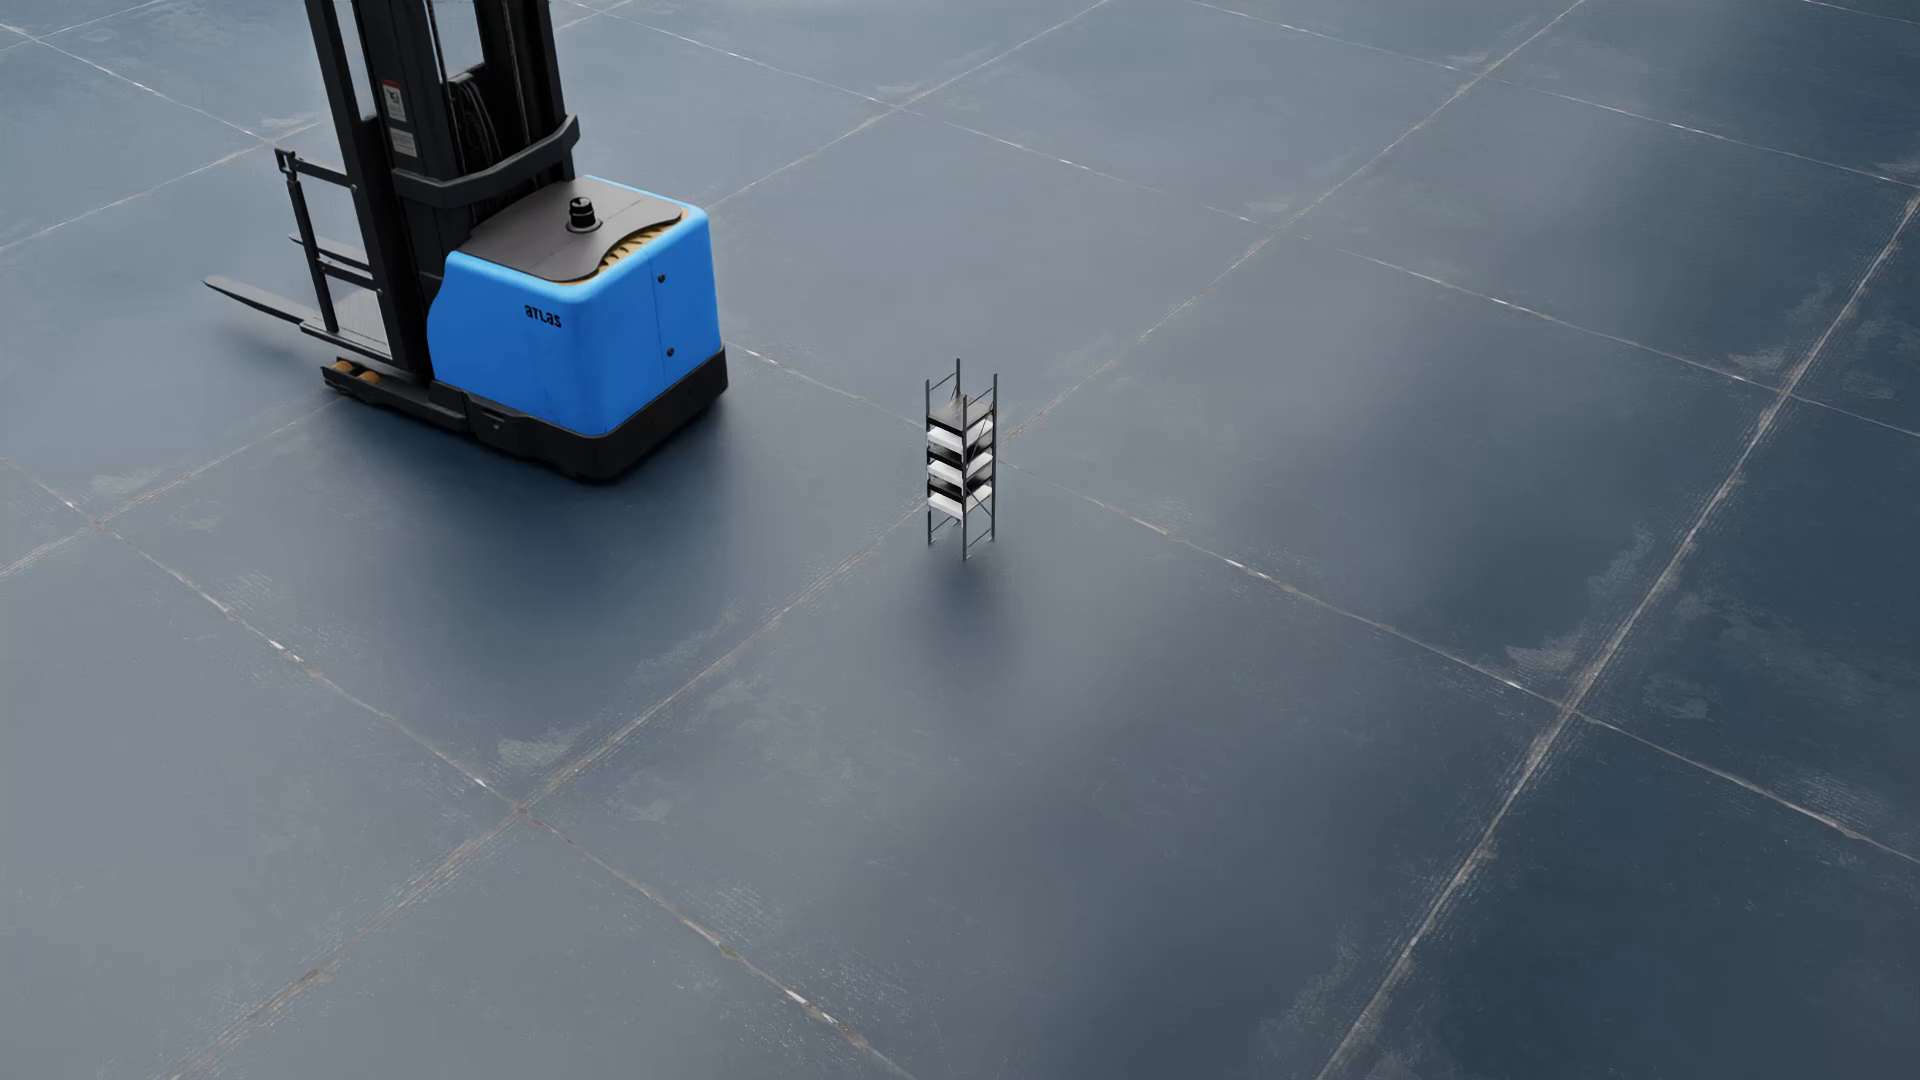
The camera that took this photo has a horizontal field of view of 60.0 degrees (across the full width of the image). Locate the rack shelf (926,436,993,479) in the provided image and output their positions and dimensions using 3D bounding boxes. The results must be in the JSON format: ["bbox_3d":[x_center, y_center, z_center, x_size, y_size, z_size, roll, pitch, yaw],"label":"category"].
[{"bbox_3d":[0.006,-0.396,7.434,0.200,0.077,0.258,25,45,29],"label":"rack shelf"}]

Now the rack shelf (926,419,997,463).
[{"bbox_3d":[0.006,-0.467,7.378,0.200,0.077,0.258,25,45,29],"label":"rack shelf"}]

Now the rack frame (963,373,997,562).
[{"bbox_3d":[0.087,-0.313,7.420,0.006,0.900,0.240,25,45,29],"label":"rack frame"}]

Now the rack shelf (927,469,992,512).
[{"bbox_3d":[0.006,-0.254,7.545,0.200,0.077,0.258,25,45,29],"label":"rack shelf"}]

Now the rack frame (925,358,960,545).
[{"bbox_3d":[-0.074,-0.389,7.517,0.006,0.900,0.240,25,45,29],"label":"rack frame"}]

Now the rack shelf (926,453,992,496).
[{"bbox_3d":[0.006,-0.325,7.489,0.200,0.077,0.258,25,45,29],"label":"rack shelf"}]

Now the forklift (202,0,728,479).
[{"bbox_3d":[-2.737,-2.122,8.083,3.031,2.935,1.130,20,42,24],"label":"forklift"}]

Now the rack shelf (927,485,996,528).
[{"bbox_3d":[0.006,-0.183,7.600,0.200,0.077,0.258,25,45,29],"label":"rack shelf"}]

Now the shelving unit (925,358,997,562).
[{"bbox_3d":[0.006,-0.351,7.469,0.210,0.900,0.258,25,45,29],"label":"shelving unit"}]

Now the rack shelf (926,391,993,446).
[{"bbox_3d":[0.006,-0.538,7.323,0.200,0.077,0.258,25,45,29],"label":"rack shelf"}]
